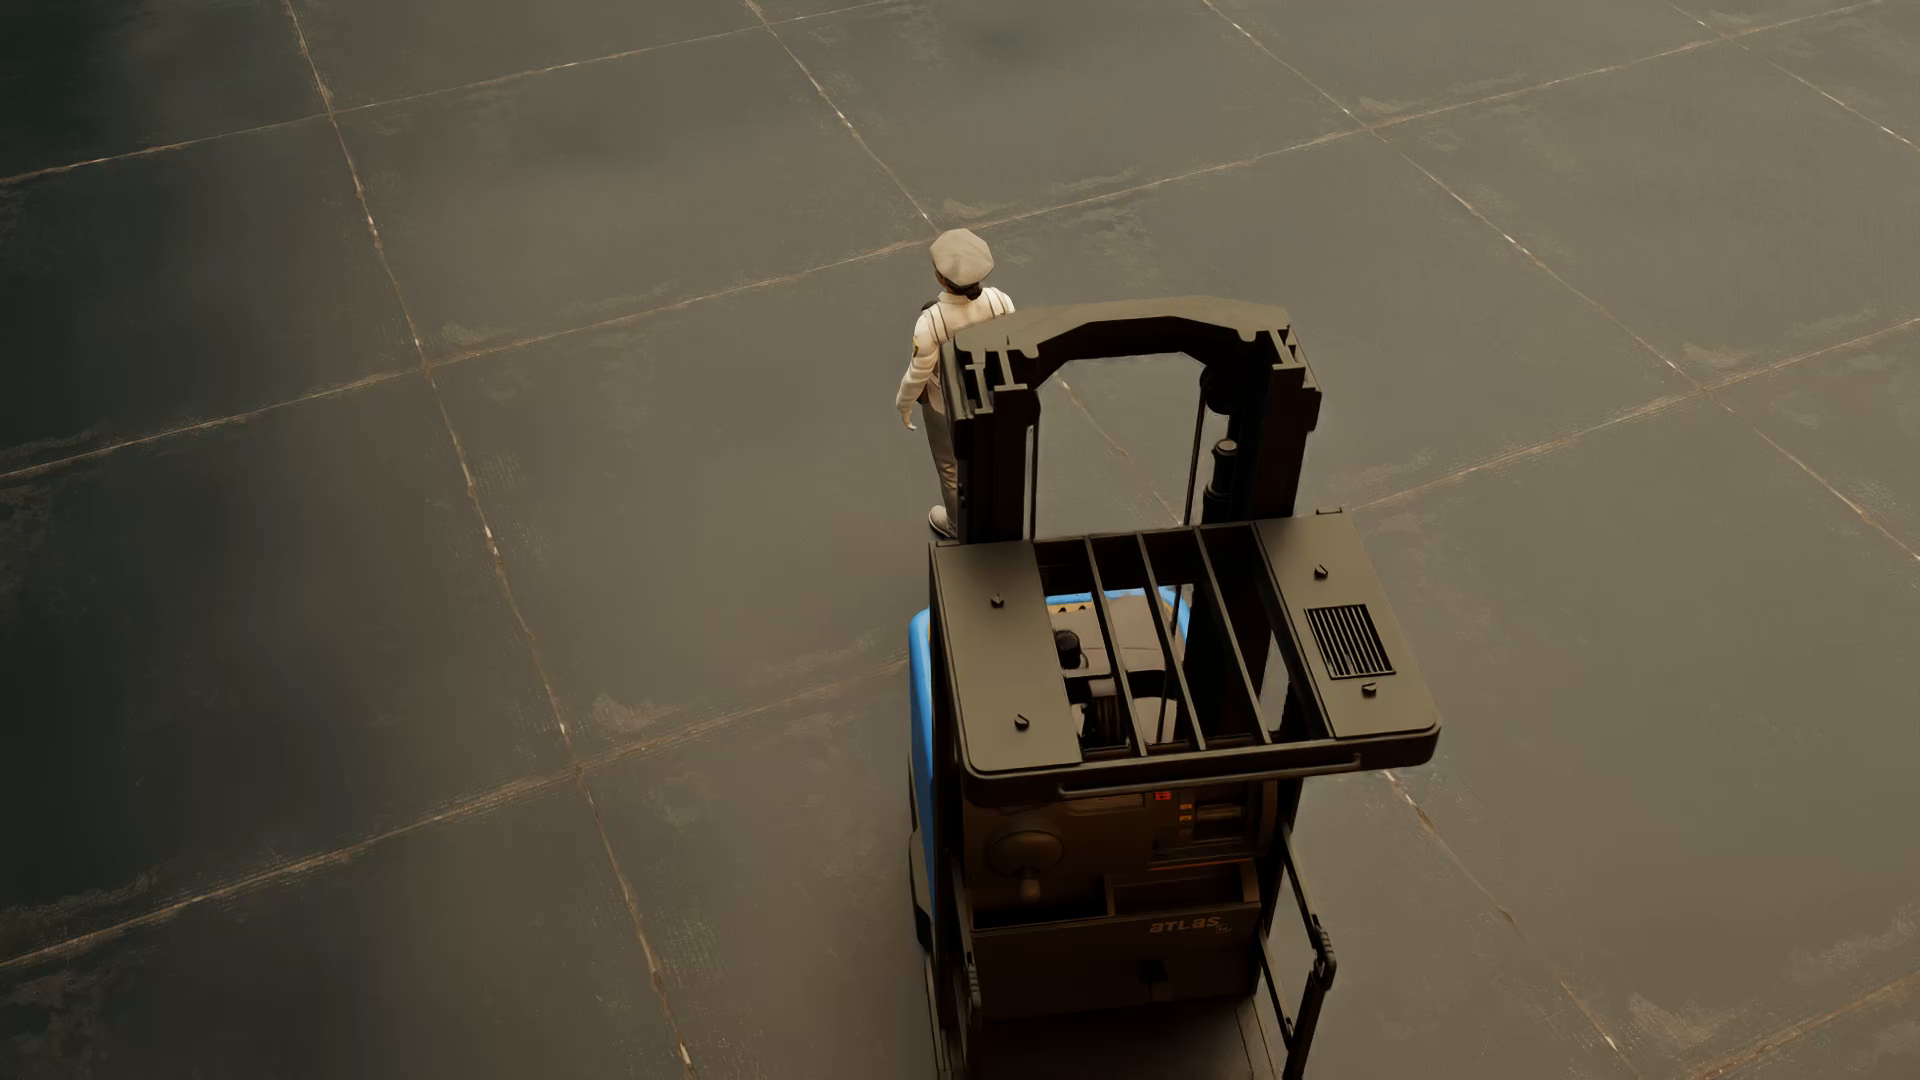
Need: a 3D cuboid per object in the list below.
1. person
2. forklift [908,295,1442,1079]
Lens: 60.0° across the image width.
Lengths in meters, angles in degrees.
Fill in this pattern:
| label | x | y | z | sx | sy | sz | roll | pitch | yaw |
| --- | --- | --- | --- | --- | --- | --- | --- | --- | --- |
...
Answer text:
| label | x | y | z | sx | sy | sz | roll | pitch | yaw |
| --- | --- | --- | --- | --- | --- | --- | --- | --- | --- |
| person | -0.023 | -0.669 | 7.293 | 0.587 | 1.695 | 0.531 | -18 | 46 | -18 |
| forklift | 0.496 | 0.916 | 4.699 | 1.130 | 2.935 | 3.031 | -5 | 43 | -5 |
